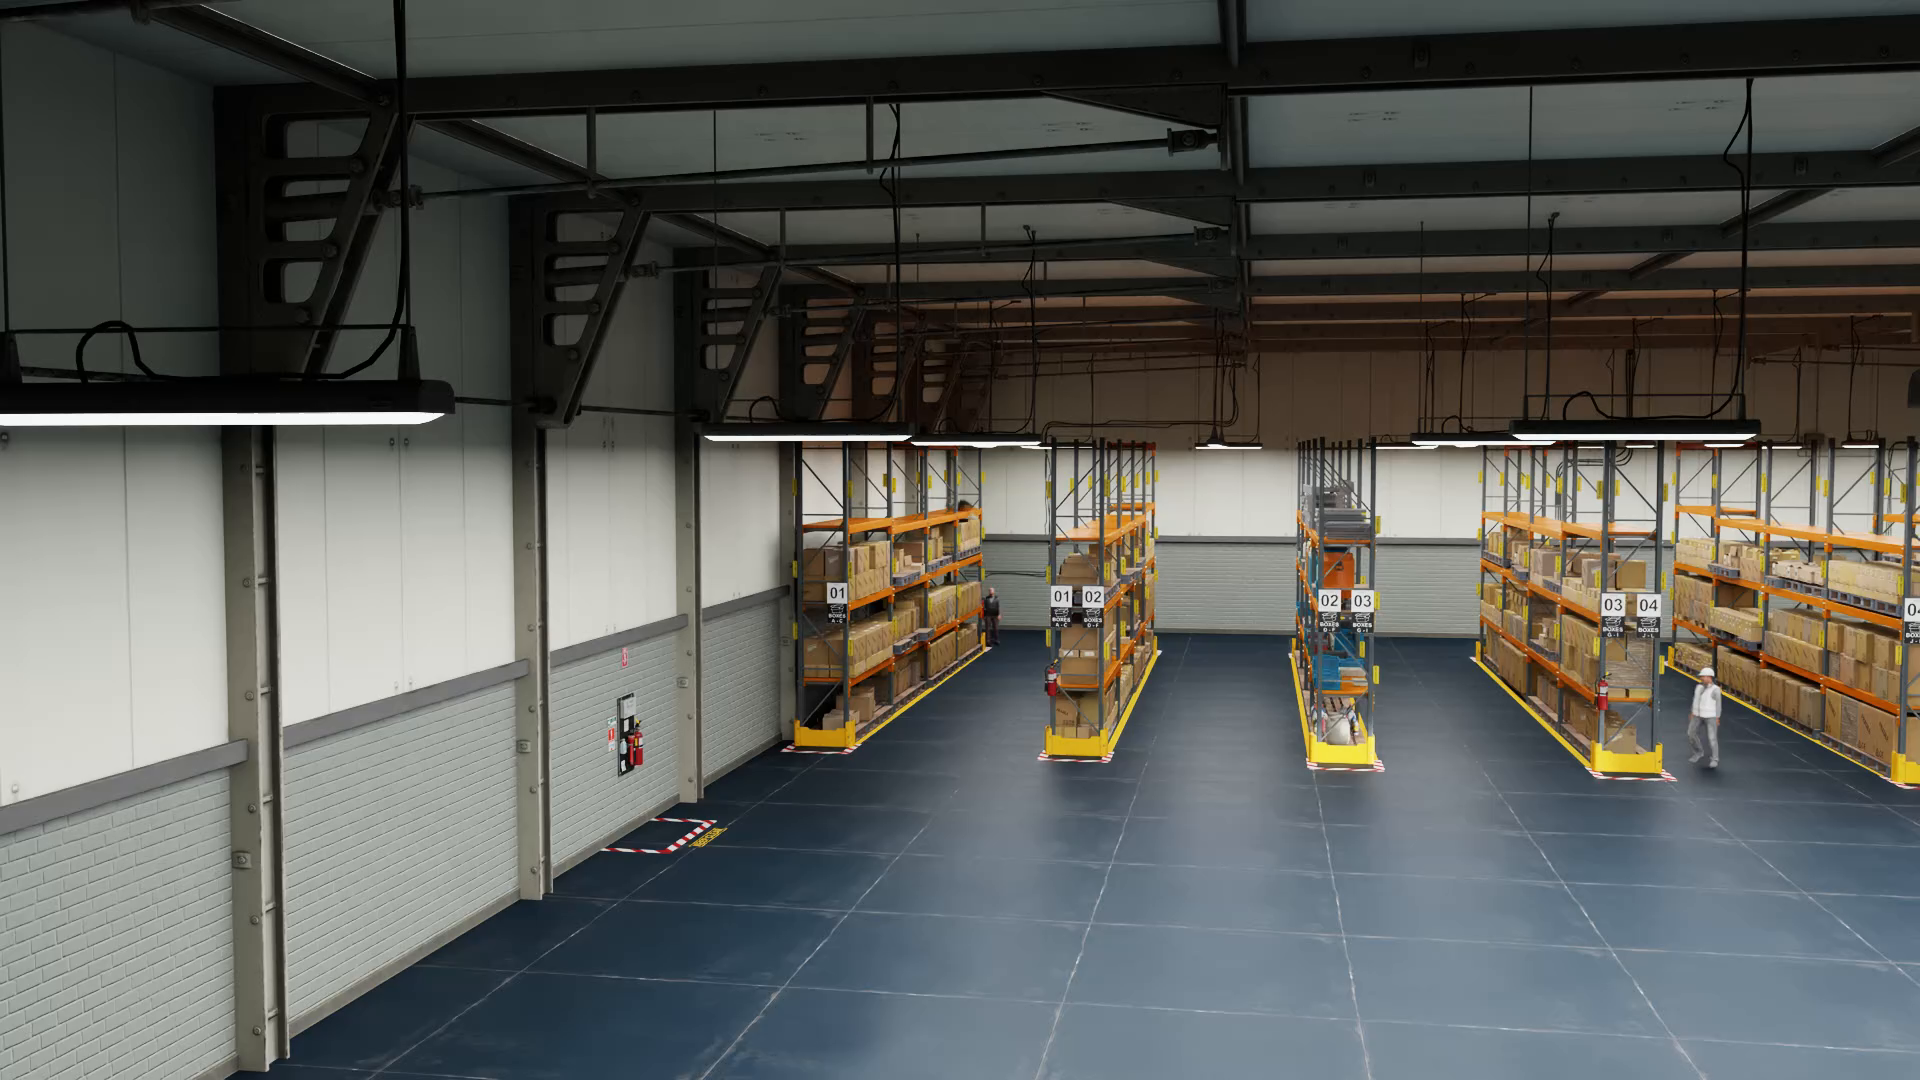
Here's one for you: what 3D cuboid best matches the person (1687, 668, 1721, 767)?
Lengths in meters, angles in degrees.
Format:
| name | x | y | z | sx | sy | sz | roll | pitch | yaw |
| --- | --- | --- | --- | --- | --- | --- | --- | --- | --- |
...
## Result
| name | x | y | z | sx | sy | sz | roll | pitch | yaw |
| --- | --- | --- | --- | --- | --- | --- | --- | --- | --- |
| person | 13.585 | 3.217 | 30.339 | 0.404 | 1.783 | 0.591 | -2 | 4 | -34 |

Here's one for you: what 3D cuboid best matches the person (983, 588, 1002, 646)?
| name | x | y | z | sx | sy | sz | roll | pitch | yaw |
| --- | --- | --- | --- | --- | --- | --- | --- | --- | --- |
| person | 0.943 | 2.385 | 49.107 | 0.582 | 1.532 | 0.423 | -1 | 3 | -21 |

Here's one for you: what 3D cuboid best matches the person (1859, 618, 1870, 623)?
| name | x | y | z | sx | sy | sz | roll | pitch | yaw |
| --- | --- | --- | --- | --- | --- | --- | --- | --- | --- |
| person | 24.982 | 2.423 | 45.713 | 0.855 | 1.726 | 0.568 | 0 | 3 | 3 |
